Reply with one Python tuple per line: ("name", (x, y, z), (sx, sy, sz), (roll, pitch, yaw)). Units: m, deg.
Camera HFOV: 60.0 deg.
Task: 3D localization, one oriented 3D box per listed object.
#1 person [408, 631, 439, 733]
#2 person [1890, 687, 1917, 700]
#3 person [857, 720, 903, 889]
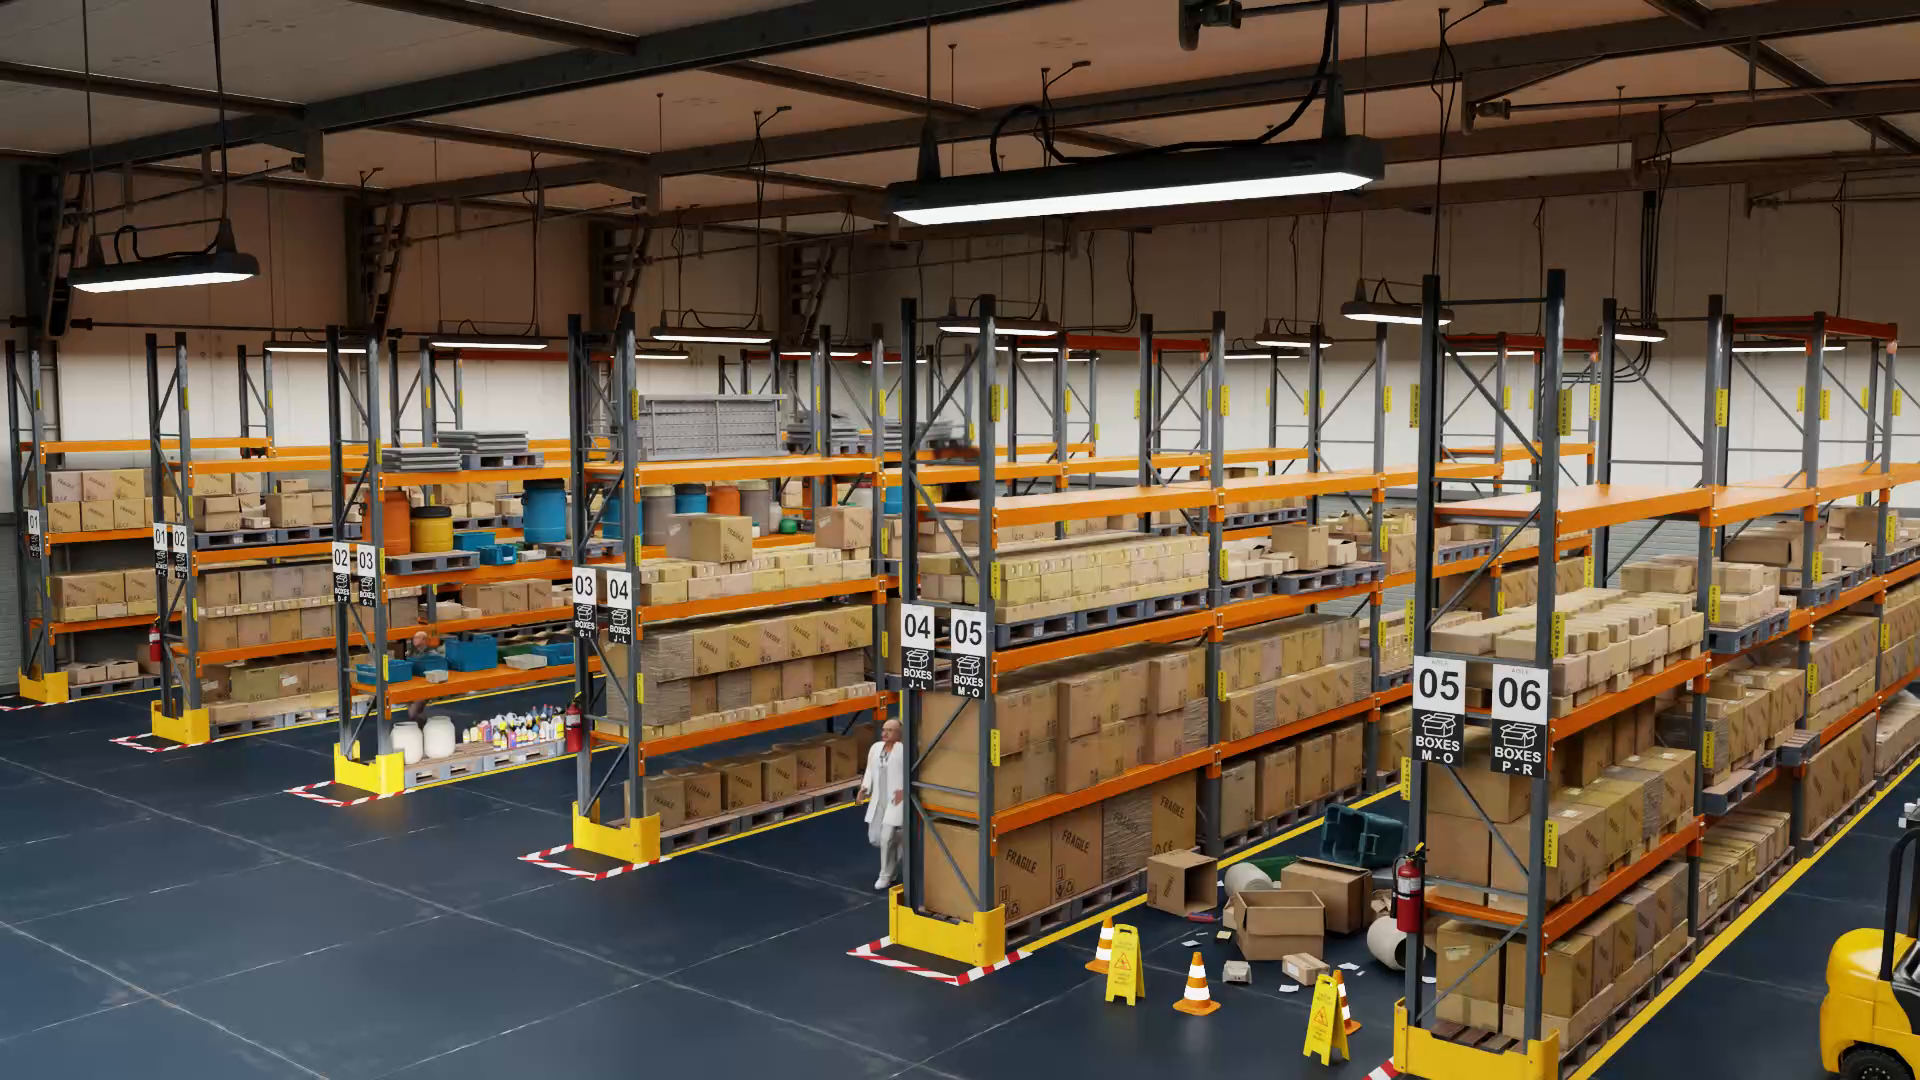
("person", (-7.800, 2.163, 23.984), (0.643, 1.680, 0.603), (3, 6, 32))
("person", (14.577, 1.961, 25.805), (0.728, 1.766, 0.892), (-2, 6, -25))
("person", (-0.698, 2.748, 17.485), (0.724, 1.752, 0.653), (3, 6, 29))
